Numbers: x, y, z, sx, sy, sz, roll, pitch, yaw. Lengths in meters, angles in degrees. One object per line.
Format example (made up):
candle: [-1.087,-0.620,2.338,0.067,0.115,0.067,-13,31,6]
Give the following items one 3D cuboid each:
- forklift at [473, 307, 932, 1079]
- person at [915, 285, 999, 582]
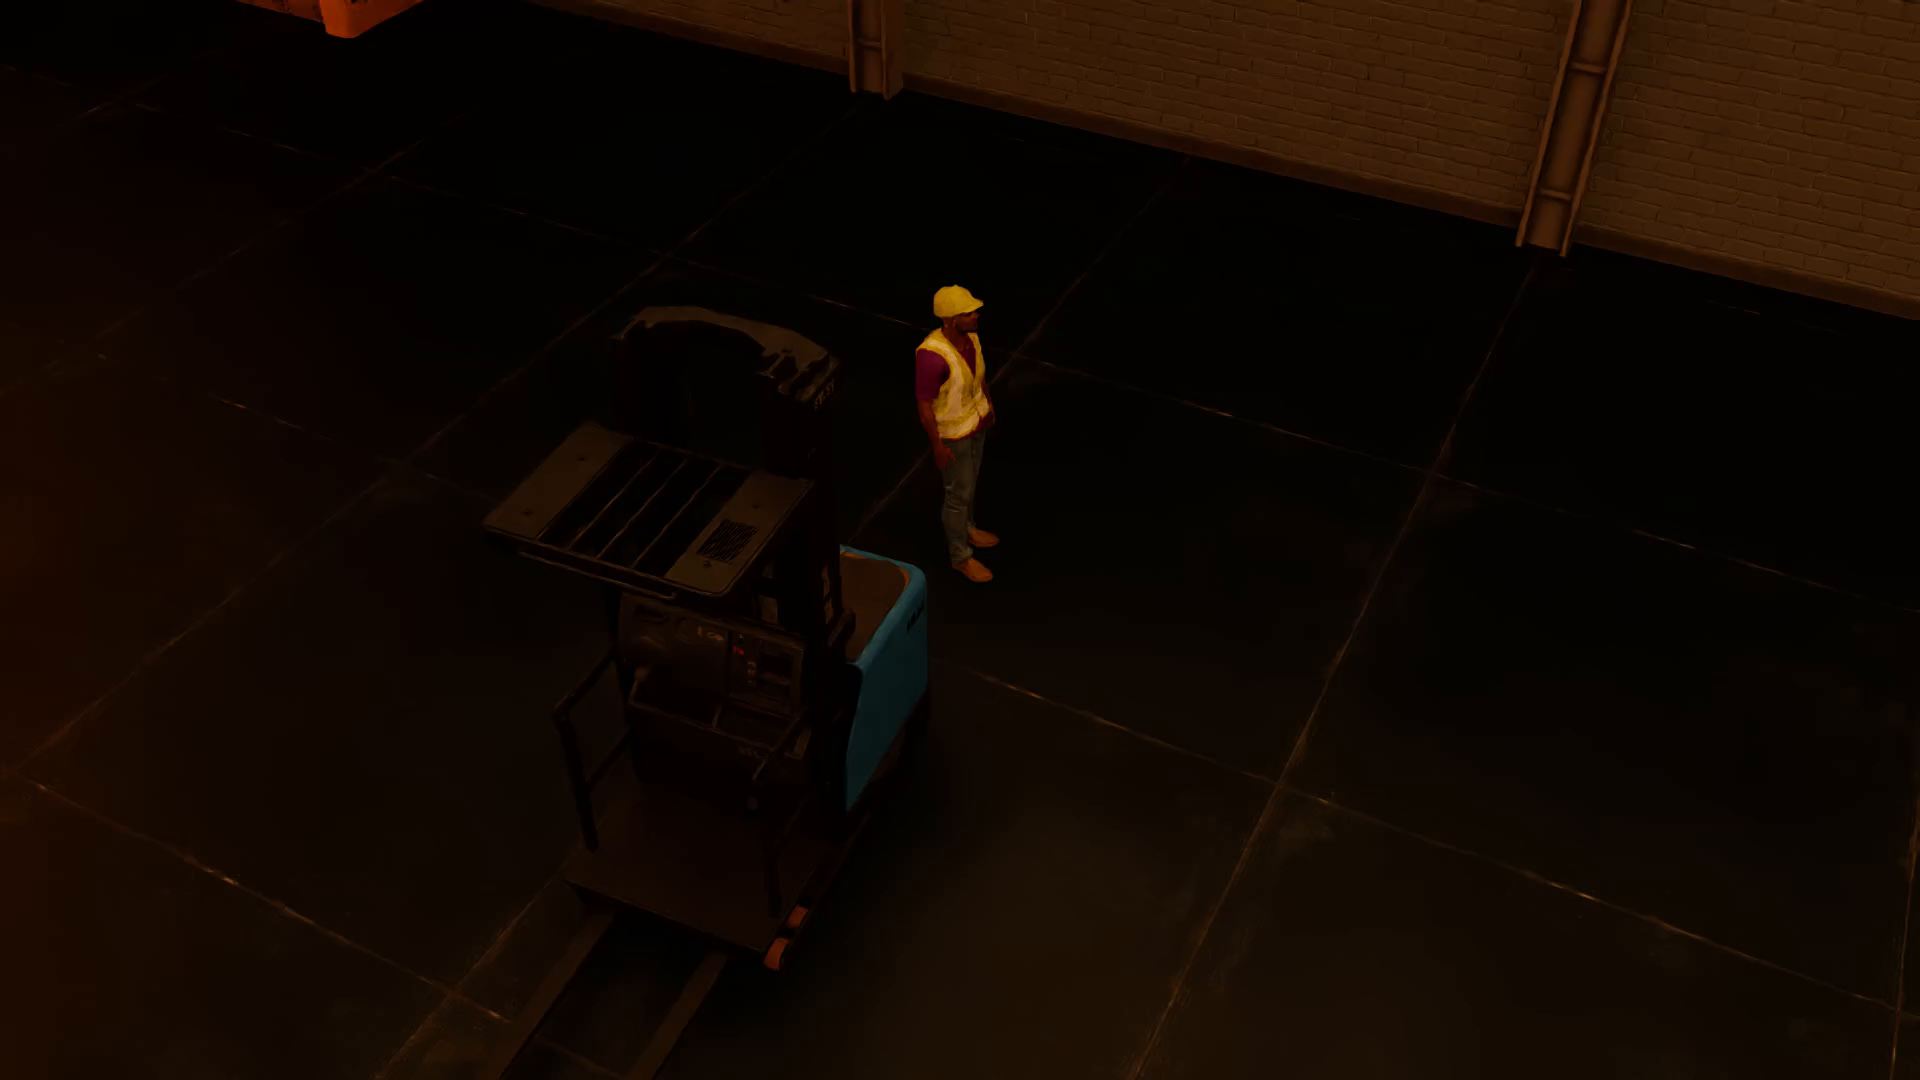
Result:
forklift: [-1.198,0.593,7.282,1.130,2.935,3.031,15,42,17]
person: [0.059,-0.657,9.660,0.576,1.766,0.665,18,43,21]
